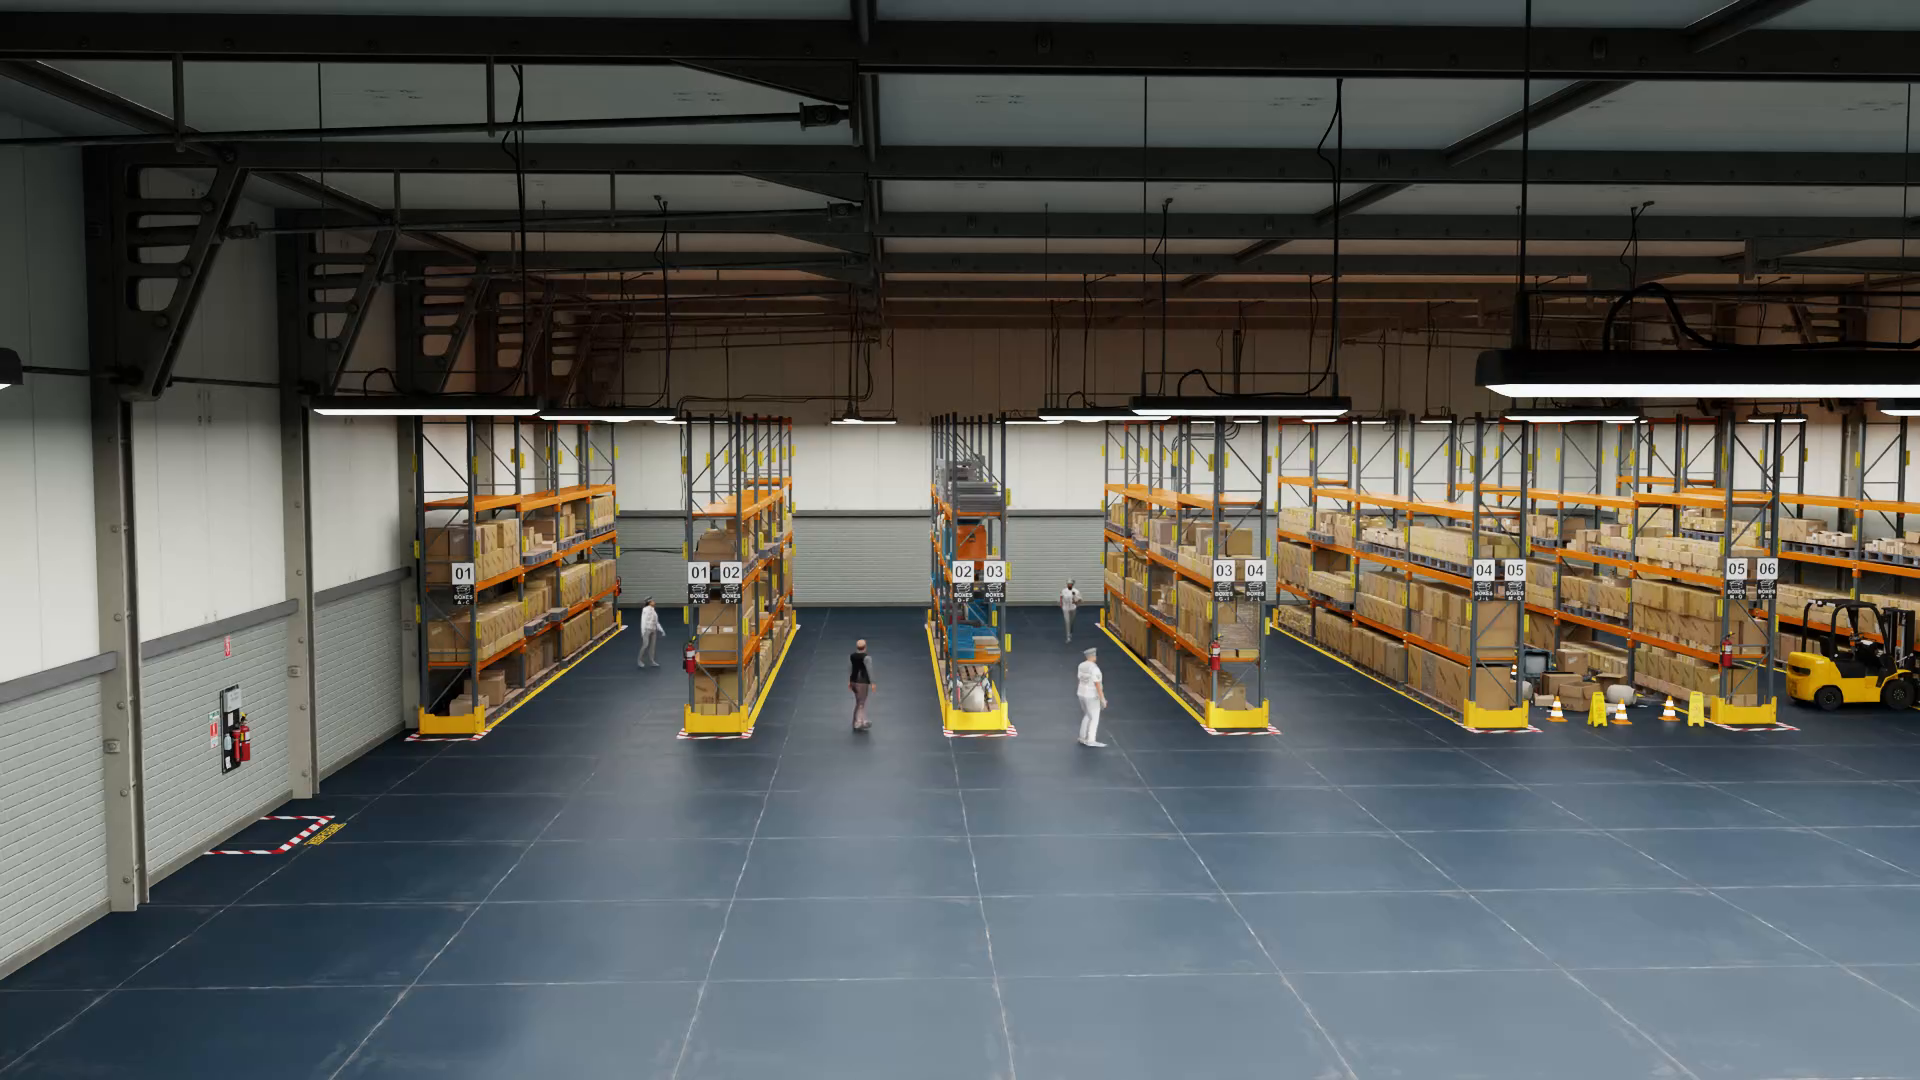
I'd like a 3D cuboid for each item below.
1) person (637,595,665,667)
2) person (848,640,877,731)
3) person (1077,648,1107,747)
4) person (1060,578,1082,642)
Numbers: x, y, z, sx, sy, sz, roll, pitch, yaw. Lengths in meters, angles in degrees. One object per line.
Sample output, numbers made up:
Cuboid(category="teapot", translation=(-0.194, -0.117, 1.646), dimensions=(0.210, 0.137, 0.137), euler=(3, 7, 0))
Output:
Cuboid(category="person", translation=(-7.444, 2.183, 39.752), dimensions=(0.447, 1.692, 0.651), euler=(2, 5, 31))
Cuboid(category="person", translation=(-1.797, 2.730, 31.440), dimensions=(0.565, 1.717, 0.579), euler=(-2, 5, -33))
Cuboid(category="person", translation=(2.368, 2.850, 29.843), dimensions=(0.378, 1.829, 0.626), euler=(-2, 4, -27))
Cuboid(category="person", translation=(2.954, 1.848, 44.269), dimensions=(0.575, 1.647, 1.028), euler=(0, 4, -2))
